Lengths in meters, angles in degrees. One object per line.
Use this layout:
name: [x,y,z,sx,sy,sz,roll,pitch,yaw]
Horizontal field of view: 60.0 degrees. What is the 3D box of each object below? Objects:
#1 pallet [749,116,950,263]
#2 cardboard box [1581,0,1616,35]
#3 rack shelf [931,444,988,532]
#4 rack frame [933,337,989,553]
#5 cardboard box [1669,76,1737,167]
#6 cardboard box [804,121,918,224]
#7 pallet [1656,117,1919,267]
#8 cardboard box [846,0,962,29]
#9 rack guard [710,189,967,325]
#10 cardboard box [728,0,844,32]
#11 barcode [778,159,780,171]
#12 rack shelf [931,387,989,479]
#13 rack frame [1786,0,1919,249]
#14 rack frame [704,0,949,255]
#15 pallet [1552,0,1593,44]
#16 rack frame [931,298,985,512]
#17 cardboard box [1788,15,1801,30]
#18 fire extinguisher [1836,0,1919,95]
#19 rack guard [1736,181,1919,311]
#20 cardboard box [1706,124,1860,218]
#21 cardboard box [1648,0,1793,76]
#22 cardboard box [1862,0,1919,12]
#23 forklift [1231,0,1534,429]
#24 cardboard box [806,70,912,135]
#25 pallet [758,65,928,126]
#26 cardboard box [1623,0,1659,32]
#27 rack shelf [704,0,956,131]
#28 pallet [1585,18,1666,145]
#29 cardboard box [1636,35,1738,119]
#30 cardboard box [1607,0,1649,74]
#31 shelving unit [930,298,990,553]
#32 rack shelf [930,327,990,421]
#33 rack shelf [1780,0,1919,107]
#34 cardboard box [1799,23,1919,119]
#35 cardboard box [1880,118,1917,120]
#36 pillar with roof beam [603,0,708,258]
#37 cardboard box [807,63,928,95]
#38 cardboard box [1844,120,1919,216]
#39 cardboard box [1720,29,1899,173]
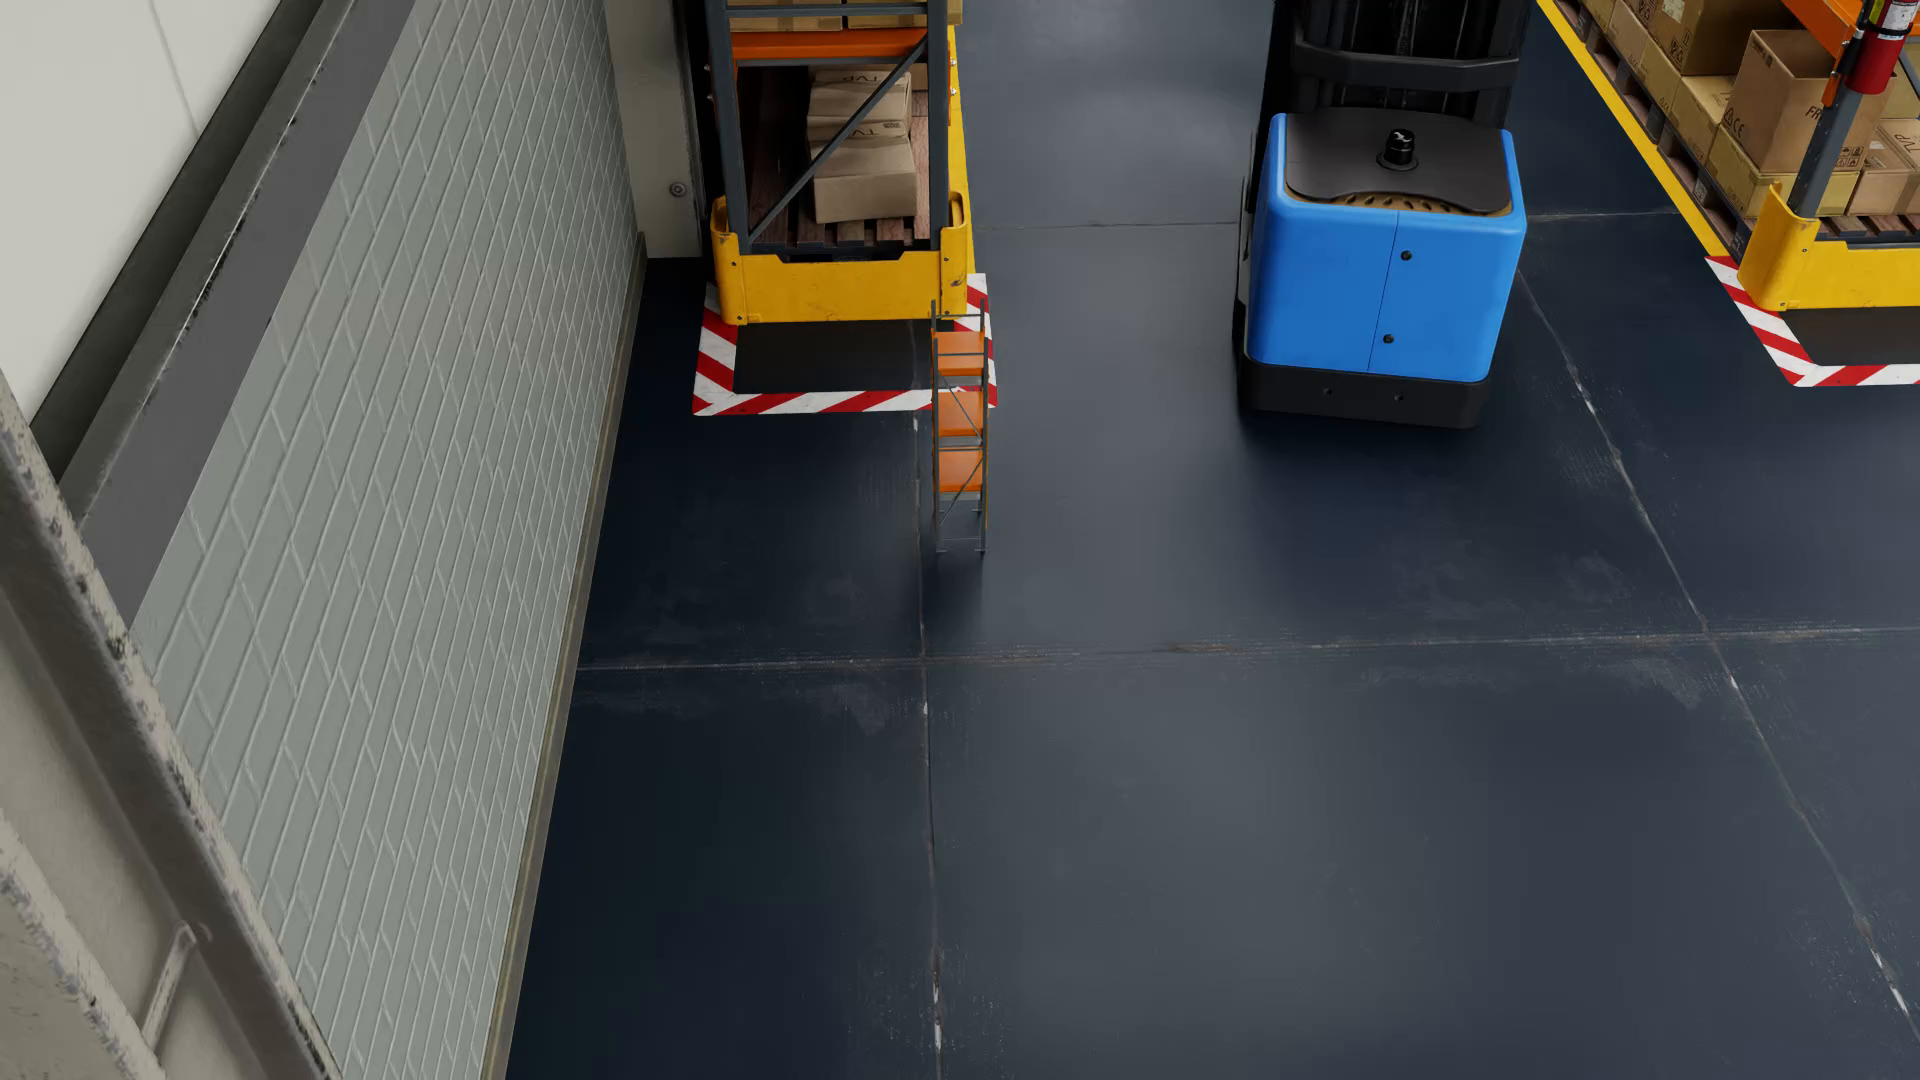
pallet: [-0.556,-1.775,8.530,1.003,0.211,1.213,-2,43,-2]
cardboard box: [3.975,-3.191,9.736,0.500,0.250,0.500,-2,43,-2]
rack shelf: [-0.002,-0.210,6.630,0.215,0.259,0.240,-2,43,-2]
rack frame: [0.003,-0.341,6.345,0.200,1.050,0.008,-2,43,-2]
cardboard box: [4.045,-2.179,8.631,0.500,0.250,0.500,-2,43,-2]
cardboard box: [-0.493,-1.843,8.205,0.500,0.311,0.500,-6,43,-7]
pallet: [4.321,-1.834,8.594,1.003,0.211,1.213,-2,43,-2]
cardboard box: [-0.257,-2.493,7.346,0.500,0.250,0.500,-3,43,-3]
rack guard: [-0.557,-1.332,7.833,1.175,0.500,0.348,-2,43,-2]
cardboard box: [-0.767,-2.464,7.315,0.500,0.250,0.500,-1,43,-1]
barcode: [-0.893,-1.847,8.203,0.001,0.075,0.075,-2,43,-2]
rack shelf: [-0.002,-0.415,6.442,0.215,0.259,0.240,-2,43,-2]
rack frame: [4.396,-2.347,7.090,1.000,3.000,0.127,-2,43,-2]
rack frame: [-0.553,-2.202,6.933,1.000,3.000,0.127,-2,43,-2]
pallet: [4.218,-3.481,10.392,1.003,0.211,1.213,-2,43,-2]
rack frame: [-0.007,-0.506,6.525,0.200,1.050,0.008,-2,43,-2]
cardboard box: [4.538,-2.807,8.762,0.500,0.500,0.500,-2,43,-2]
fire extinguisher: [3.937,-2.225,7.015,0.296,0.674,0.183,-2,43,-2]
rack guard: [4.397,-1.409,7.917,1.175,0.500,0.348,-2,43,-2]
cardboard box: [4.078,-1.842,8.263,0.500,0.250,0.500,-2,43,-2]
cardboard box: [4.019,-2.793,8.746,0.500,0.500,0.500,-2,43,-2]
cardboard box: [4.389,-2.699,7.401,0.700,0.500,0.500,-2,43,-2]
forklift: [1.963,-2.561,7.375,1.130,2.935,3.031,6,43,7]
cardboard box: [-0.517,-2.228,8.625,0.500,0.311,0.500,2,43,2]
pallet: [-0.605,-2.597,9.427,1.003,0.211,1.213,-2,43,-2]
cardboard box: [3.999,-3.130,9.114,0.500,0.500,0.500,-2,43,-2]
rack shelf: [-0.638,-3.287,8.649,1.077,0.370,4.000,-2,43,-2]
pallet: [4.273,-2.656,9.491,1.003,0.211,1.213,-2,43,-2]
cardboard box: [4.022,-2.516,8.999,0.500,0.250,0.500,-2,43,-2]
cardboard box: [4.002,-2.854,9.368,0.500,0.250,0.500,-2,43,-2]
shelving unit: [-0.002,-0.423,6.435,0.215,1.050,0.252,-2,43,-2]
rack shelf: [-0.002,-0.625,6.250,0.215,0.259,0.240,-2,43,-2]
rack shelf: [4.311,-3.432,8.806,1.077,0.370,4.000,-2,43,-2]
cardboard box: [4.572,-2.470,8.394,0.500,0.500,0.500,-2,43,-2]
cardboard box: [4.570,-2.194,8.648,0.500,0.250,0.500,-2,43,-2]
pillar with roof beam: [2.854,-4.985,5.529,9.100,9.000,0.400,-2,43,-2]
cardboard box: [-0.498,-2.794,9.103,0.700,0.500,0.500,-4,43,-4]
cardboard box: [4.595,-1.856,8.279,0.500,0.250,0.500,-2,43,-2]
cardboard box: [4.076,-2.118,8.010,0.500,0.500,0.500,-2,43,-2]
